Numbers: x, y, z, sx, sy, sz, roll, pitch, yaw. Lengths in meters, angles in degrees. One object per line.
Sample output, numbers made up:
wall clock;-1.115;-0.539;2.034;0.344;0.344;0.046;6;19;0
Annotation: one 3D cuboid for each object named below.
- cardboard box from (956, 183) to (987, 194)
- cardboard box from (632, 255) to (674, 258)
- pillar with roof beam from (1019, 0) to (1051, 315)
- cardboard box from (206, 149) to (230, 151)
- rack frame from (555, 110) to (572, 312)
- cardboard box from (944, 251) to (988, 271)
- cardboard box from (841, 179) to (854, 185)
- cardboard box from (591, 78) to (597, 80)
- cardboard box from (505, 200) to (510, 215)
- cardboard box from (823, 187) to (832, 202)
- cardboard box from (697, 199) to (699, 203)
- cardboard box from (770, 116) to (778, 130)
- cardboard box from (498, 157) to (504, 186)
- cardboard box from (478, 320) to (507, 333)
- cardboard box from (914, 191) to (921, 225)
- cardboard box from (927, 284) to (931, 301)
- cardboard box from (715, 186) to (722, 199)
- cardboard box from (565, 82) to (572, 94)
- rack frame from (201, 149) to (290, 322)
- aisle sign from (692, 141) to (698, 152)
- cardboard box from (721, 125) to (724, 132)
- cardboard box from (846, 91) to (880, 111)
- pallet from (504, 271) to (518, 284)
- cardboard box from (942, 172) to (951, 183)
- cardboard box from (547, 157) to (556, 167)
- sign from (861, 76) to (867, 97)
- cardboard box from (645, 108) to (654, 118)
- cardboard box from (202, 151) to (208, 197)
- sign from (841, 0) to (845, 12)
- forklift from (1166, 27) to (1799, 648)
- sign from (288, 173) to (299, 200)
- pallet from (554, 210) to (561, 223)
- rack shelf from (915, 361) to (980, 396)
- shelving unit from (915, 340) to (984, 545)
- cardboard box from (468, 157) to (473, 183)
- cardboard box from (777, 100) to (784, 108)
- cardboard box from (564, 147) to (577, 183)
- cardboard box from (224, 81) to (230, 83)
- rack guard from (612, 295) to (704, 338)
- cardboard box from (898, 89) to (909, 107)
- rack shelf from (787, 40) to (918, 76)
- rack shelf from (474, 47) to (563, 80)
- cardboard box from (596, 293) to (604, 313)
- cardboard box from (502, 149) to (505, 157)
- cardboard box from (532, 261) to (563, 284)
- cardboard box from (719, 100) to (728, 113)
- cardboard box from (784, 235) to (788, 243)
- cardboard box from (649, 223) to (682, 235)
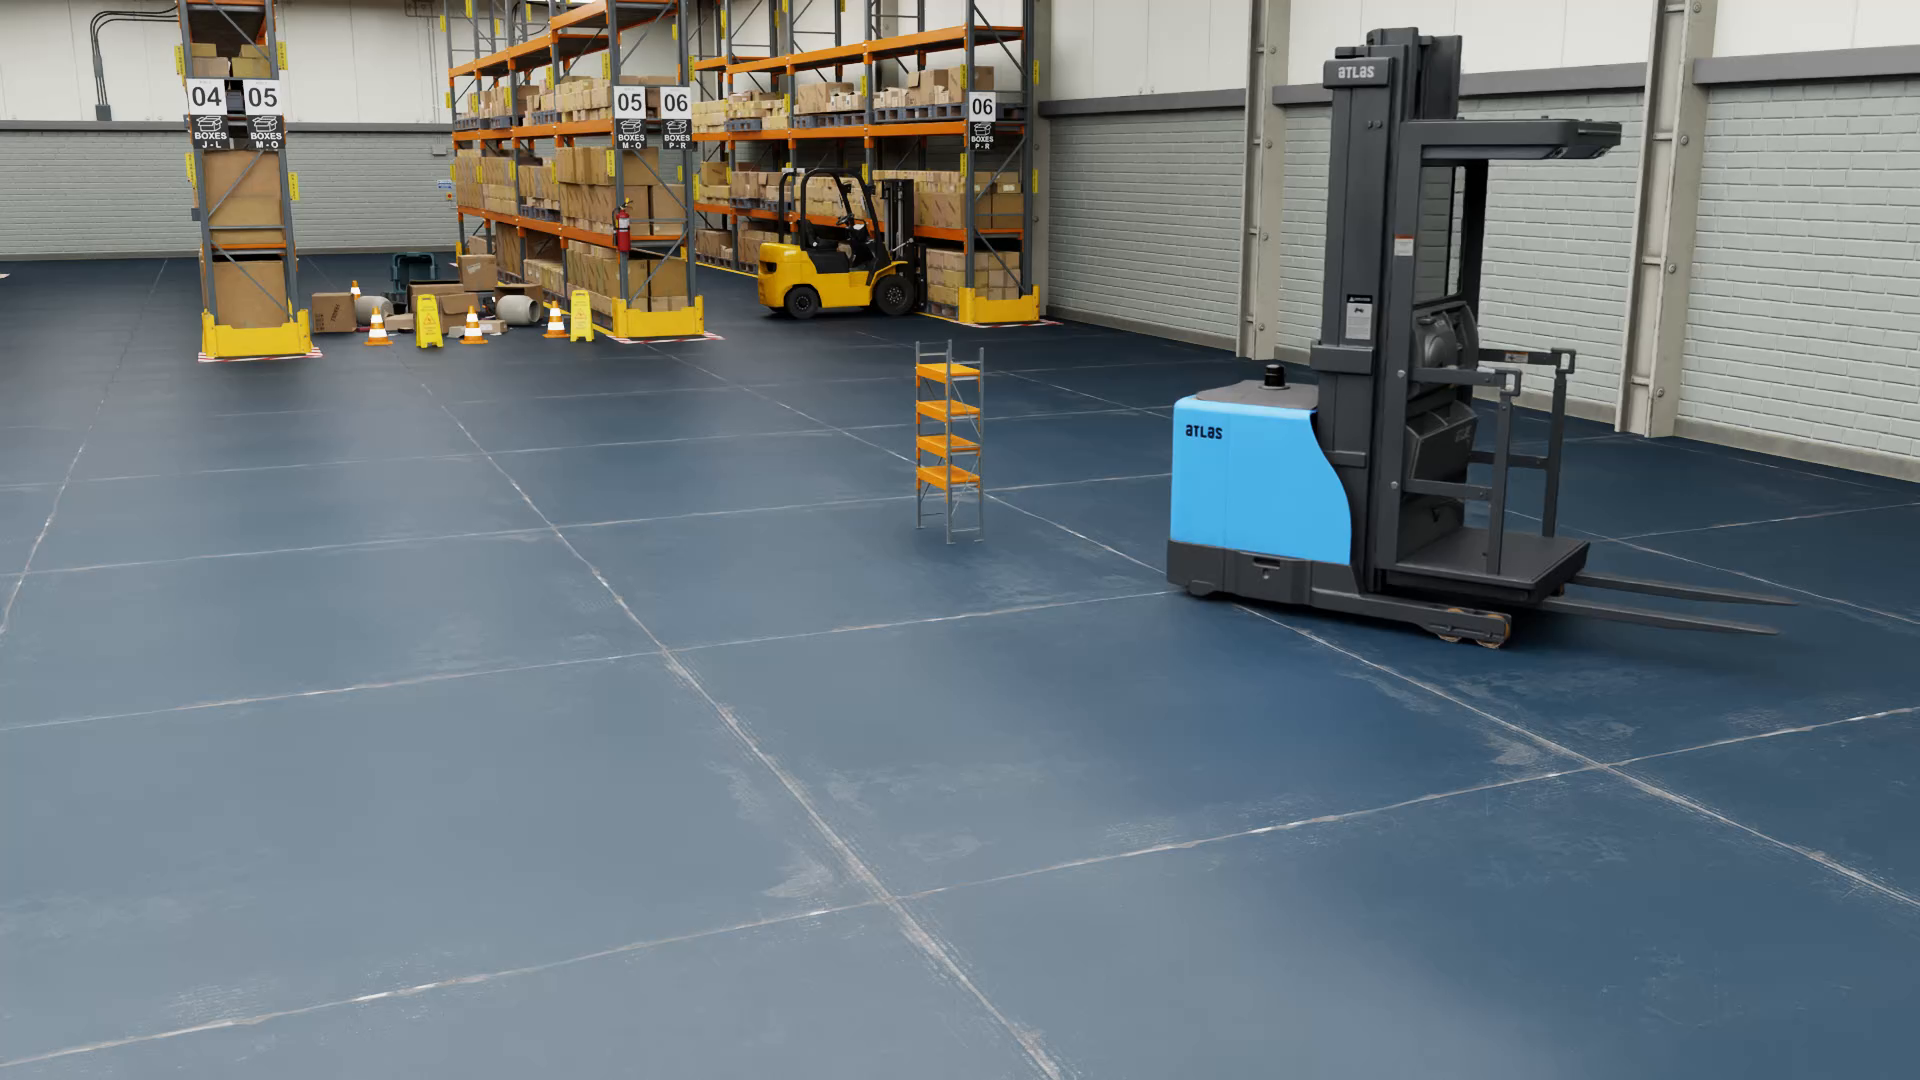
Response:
cardboard box;0.161;-5.049;23.873;0.380;0.149;0.250;-5;14;-22
cardboard box;-4.283;-3.723;23.309;0.500;0.500;0.500;-6;14;-25
pillar with roof beam;-2.841;-7.397;22.374;9.100;9.000;0.400;-6;14;-23
cardboard box;-13.728;-6.954;30.663;0.500;0.500;0.500;-6;14;-25
rack frame;-5.592;-5.015;25.387;1.000;3.000;0.127;-6;14;-23
cardboard box;0.087;-4.057;24.196;0.500;0.250;0.500;-5;14;-21
cardboard box;-1.782;-6.029;28.107;0.380;0.149;0.250;-6;14;-25
cardboard box;-5.668;-7.111;26.081;0.500;0.250;0.500;-6;14;-24
cardboard box;-7.854;-5.954;29.775;0.500;0.250;0.500;-5;14;-22
cardboard box;-2.073;-6.031;29.000;0.500;0.250;0.500;-5;14;-22
cardboard box;-5.646;-7.571;36.988;0.380;0.149;0.250;-5;14;-21
cardboard box;-3.278;-7.867;31.389;0.500;0.250;0.500;-6;14;-23
cardboard box;-8.047;-6.669;30.094;0.500;0.500;0.500;-6;14;-23
cardboard box;-6.365;-2.888;22.519;0.380;0.149;0.250;1;13;6
cardboard box;-0.497;-5.081;25.451;0.500;0.500;0.500;-6;14;-23
cardboard box;-0.303;-3.779;25.214;0.500;0.250;0.500;-5;14;-22
cardboard box;-4.892;-7.374;35.253;0.500;0.250;0.500;-6;14;-23
cardboard box;-5.456;-6.485;23.874;0.380;0.149;0.250;-6;14;-23
rack frame;-10.087;-4.547;23.365;1.000;3.000;0.127;-6;14;-23
aisle sign;-6.149;-9.198;37.693;0.394;0.787;0.004;-6;14;-23
cardboard box;-4.760;-8.555;34.585;0.380;0.149;0.250;-6;14;-23
cardboard box;-1.559;-7.263;27.492;0.500;0.311;0.500;-6;14;-25
pallet;-7.926;-4.905;31.093;1.003;0.211;1.213;-6;14;-23
cardboard box;-0.037;-5.302;24.308;0.380;0.149;0.250;-5;14;-22
cardboard box;-6.272;-5.946;26.156;0.380;0.149;0.250;-6;14;-25
sign;-1.539;-7.280;26.675;0.100;0.325;0.005;-6;14;-23
cardboard box;-4.012;-5.672;22.129;0.380;0.149;0.250;-6;14;-25
cardboard box;-8.903;-4.506;20.457;0.875;0.550;0.550;-6;14;-23
sign;-2.141;-9.797;30.319;0.100;0.325;0.005;-6;14;-23
forklift;2.637;-1.037;8.350;3.031;2.935;1.130;9;16;33
sign;-7.974;-4.230;19.899;0.100;0.325;0.005;-6;14;-23
pallet;-5.765;-5.093;26.148;1.003;0.211;1.213;-6;14;-23
rack shelf;-0.066;-1.002;10.294;0.258;0.148;0.480;-6;14;-23
shelving unit;-0.066;-0.619;10.382;0.258;1.200;0.503;-6;14;-23
cardboard box;-9.647;-7.486;33.625;0.500;0.500;0.500;-5;14;-22
cardboard box;-3.218;-8.177;31.183;0.380;0.149;0.250;-6;14;-25
cardboard box;-5.253;-5.372;23.829;0.700;0.500;0.500;-6;14;-24
cardboard box;-9.136;-5.687;20.156;0.500;0.250;0.500;-6;14;-23
rack guard;-4.020;-2.987;22.166;1.175;0.500;0.348;-6;14;-23
cardboard box;-0.729;-6.780;25.503;0.396;0.266;0.258;-6;14;-24
rack shelf;-1.847;-8.255;28.563;1.077;0.370;4.000;-6;14;-23
rack shelf;-7.995;-8.632;30.193;1.077;0.370;4.000;-6;14;-23
cardboard box;-4.760;-3.304;23.161;0.500;0.250;0.500;-6;14;-23
cardboard box;-8.944;-7.709;33.149;0.380;0.149;0.250;-6;14;-24
cardboard box;-6.674;-4.497;28.043;0.950;0.372;0.625;-6;14;-24
cardboard box;-4.673;-8.977;34.414;0.500;0.250;0.500;-6;14;-23
cardboard box;-3.215;-5.726;31.633;0.380;0.149;0.250;-6;15;-26
cardboard box;-3.936;-4.155;22.229;0.380;0.149;0.250;-6;14;-23
